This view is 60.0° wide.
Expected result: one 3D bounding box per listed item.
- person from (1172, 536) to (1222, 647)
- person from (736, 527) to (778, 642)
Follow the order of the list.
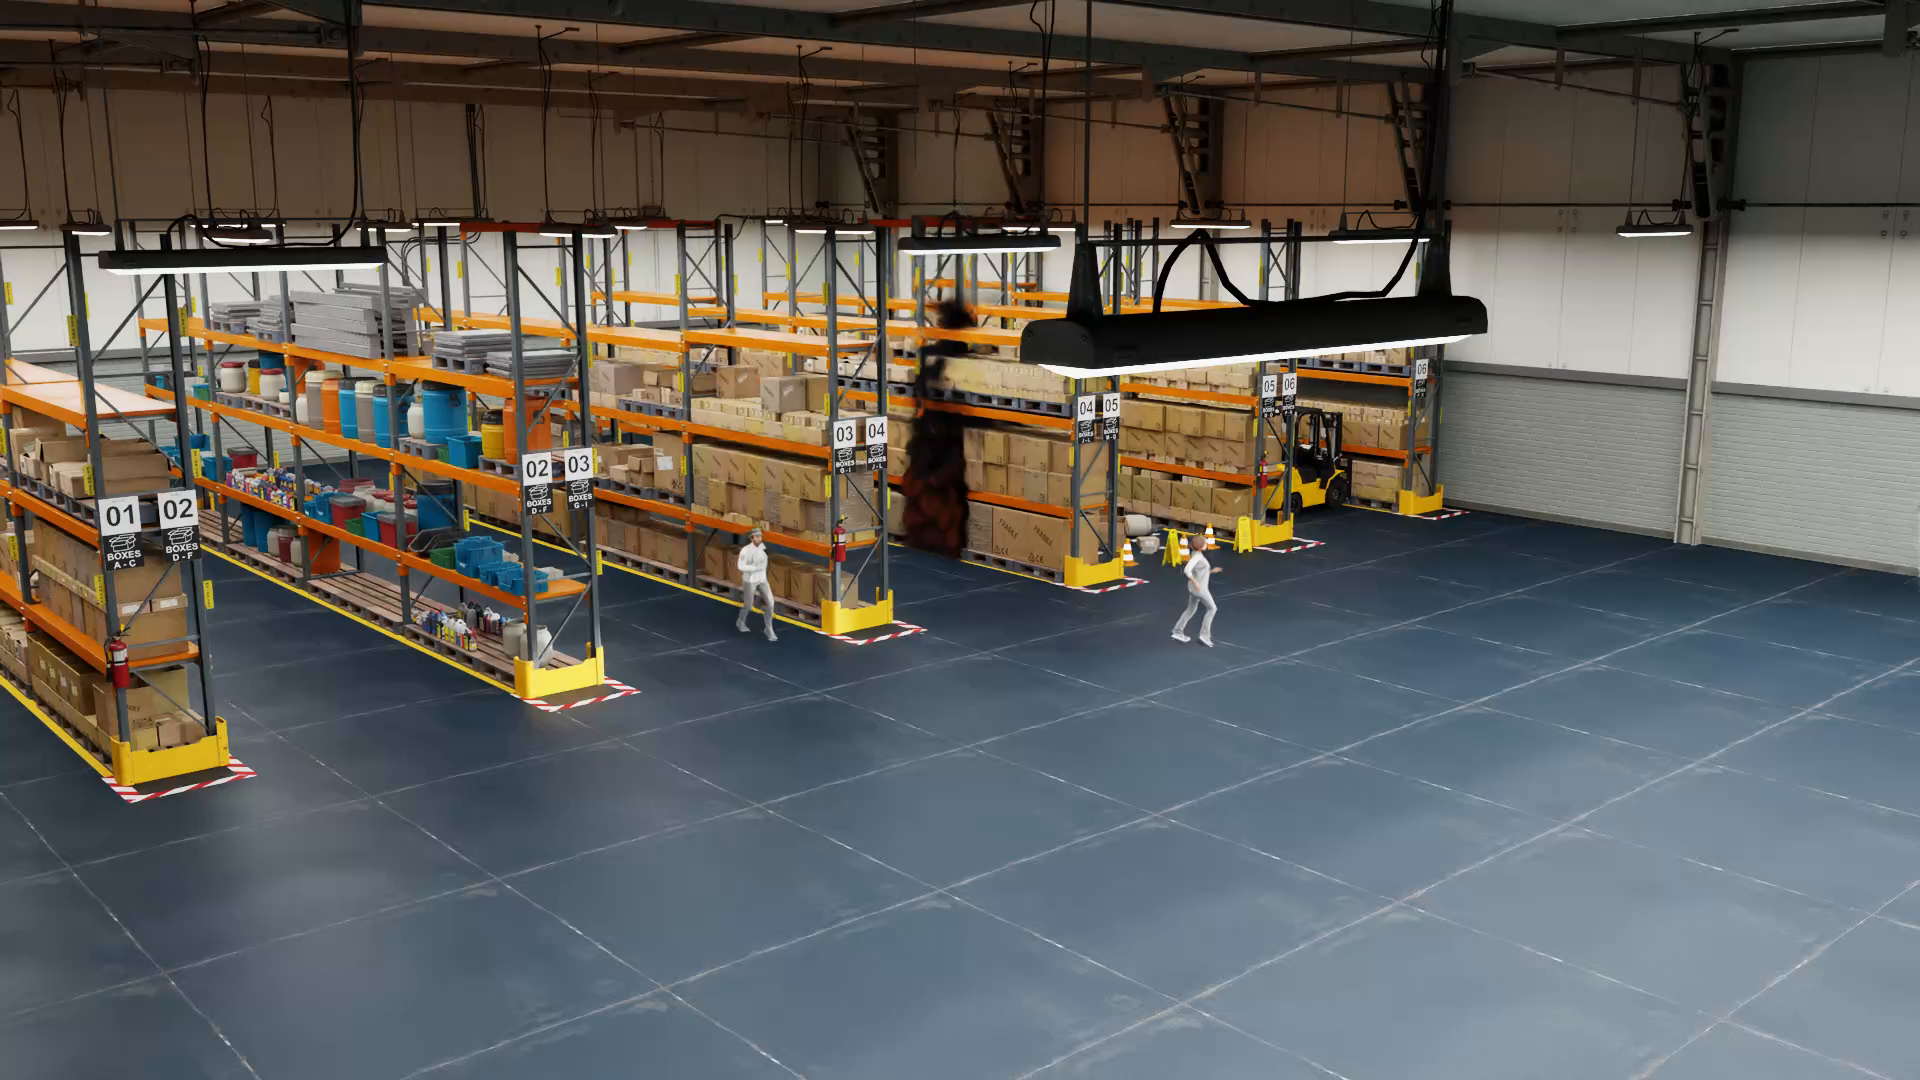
[{"bbox_3d":[3.445,0.751,24.098,0.710,1.641,0.505,-1,11,-5],"label":"person"},{"bbox_3d":[-3.047,0.633,24.539,0.630,1.720,0.808,-10,15,-42],"label":"person"}]
